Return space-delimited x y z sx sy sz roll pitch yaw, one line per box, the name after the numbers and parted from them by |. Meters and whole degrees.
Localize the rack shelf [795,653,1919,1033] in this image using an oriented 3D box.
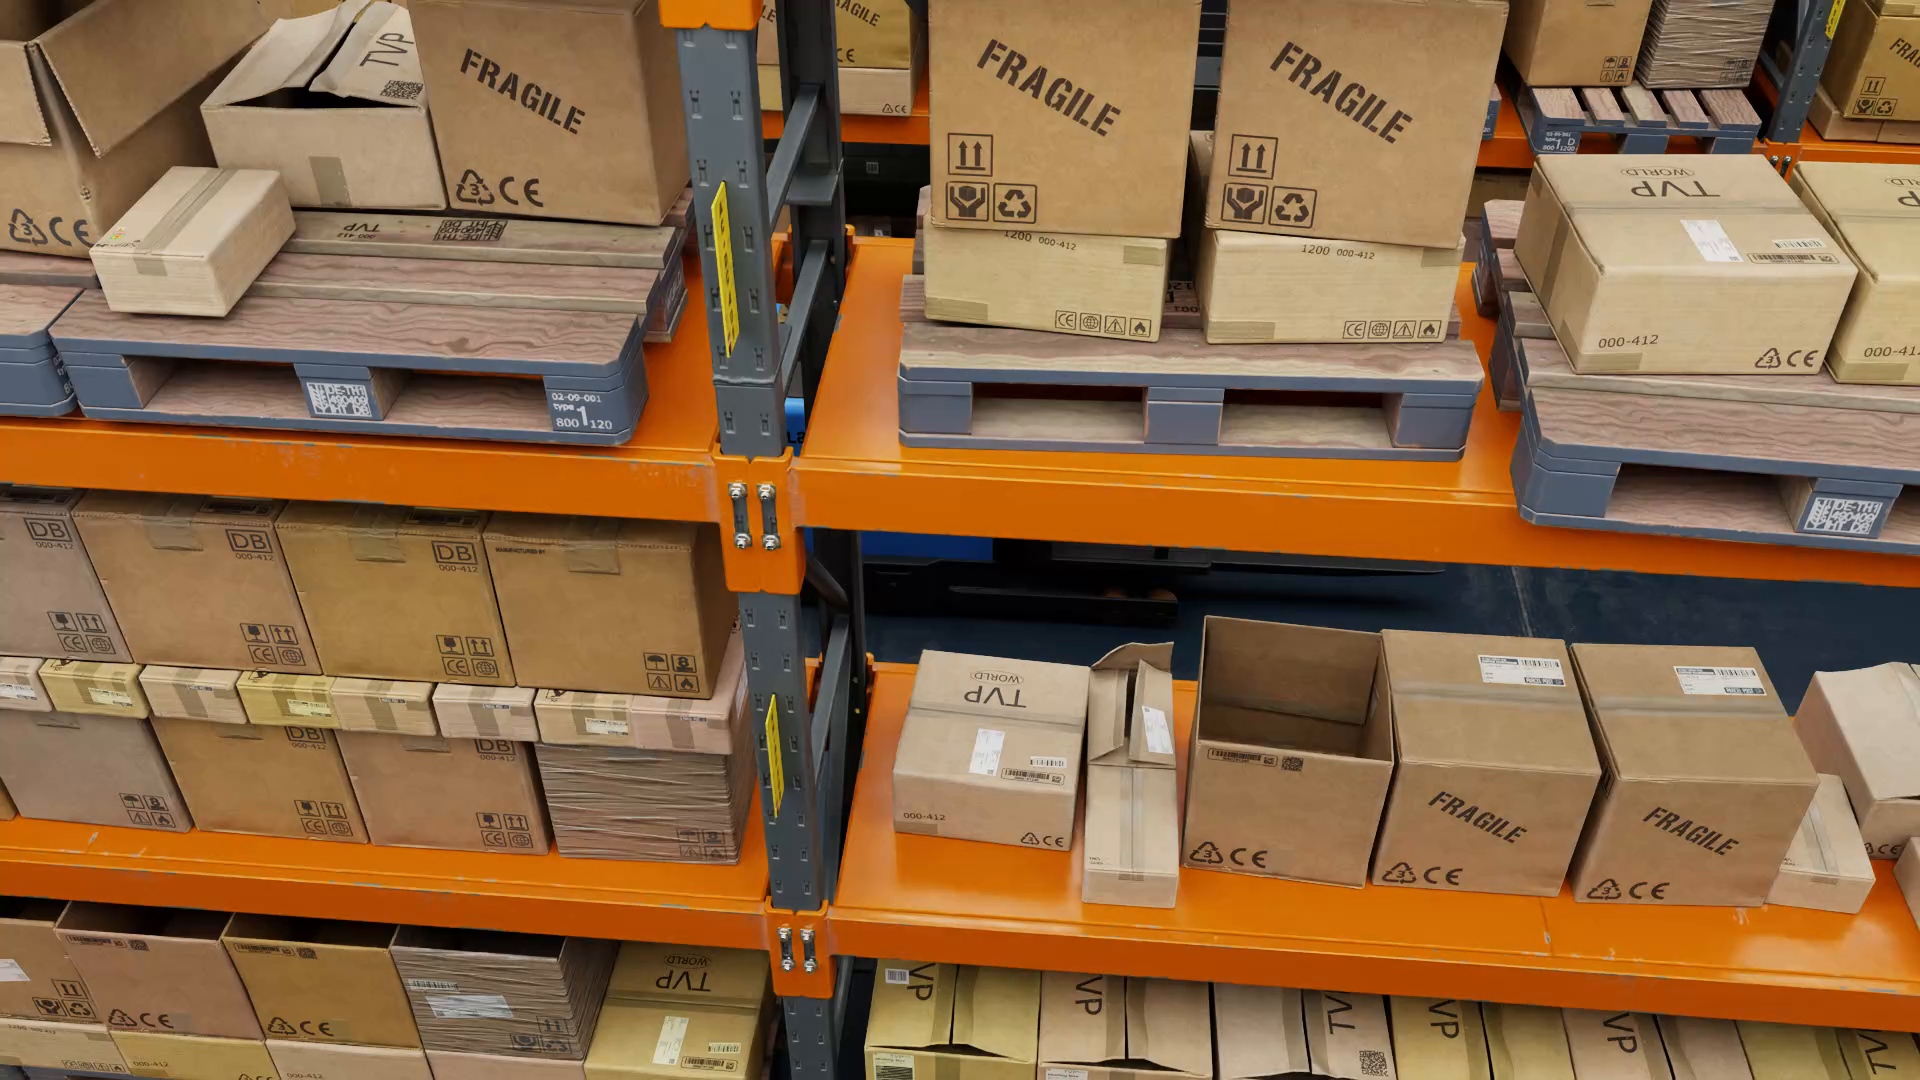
1.596 0.925 4.807 4.000 0.370 1.077 3 39 4 | rack shelf

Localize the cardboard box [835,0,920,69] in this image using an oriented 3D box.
-0.471 -2.650 8.139 0.500 0.500 0.500 3 39 4 | cardboard box

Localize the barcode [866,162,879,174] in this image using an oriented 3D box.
-0.490 -2.084 9.312 0.075 0.075 0.001 3 39 4 | barcode

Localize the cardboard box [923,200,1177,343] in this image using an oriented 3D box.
0.216 -0.691 3.633 0.500 0.250 0.500 7 40 8 | cardboard box

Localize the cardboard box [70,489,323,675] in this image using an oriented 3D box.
-1.842 -0.079 4.364 0.500 0.500 0.700 3 39 4 | cardboard box

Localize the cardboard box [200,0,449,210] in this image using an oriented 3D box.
-1.414 -1.031 3.892 0.500 0.311 0.500 1 39 1 | cardboard box

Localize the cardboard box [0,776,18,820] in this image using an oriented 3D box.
-2.900 0.370 4.840 0.500 0.500 0.700 3 39 4 | cardboard box

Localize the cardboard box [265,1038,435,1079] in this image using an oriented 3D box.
-1.874 1.502 5.375 0.500 0.250 0.500 3 39 4 | cardboard box

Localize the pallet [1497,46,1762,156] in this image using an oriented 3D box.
3.293 -2.258 8.300 1.003 0.211 1.213 3 39 4 | pallet

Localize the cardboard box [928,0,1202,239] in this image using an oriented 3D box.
0.214 -0.963 3.373 0.500 0.500 0.500 4 39 4 | cardboard box

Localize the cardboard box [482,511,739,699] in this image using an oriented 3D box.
-0.839 -0.025 4.298 0.500 0.500 0.700 3 39 4 | cardboard box

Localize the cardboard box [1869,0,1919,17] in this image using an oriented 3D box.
4.471 -2.625 7.674 0.500 0.250 0.500 4 39 5 | cardboard box

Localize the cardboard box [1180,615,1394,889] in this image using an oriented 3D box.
0.892 0.579 4.583 0.500 0.500 0.500 6 40 7 | cardboard box

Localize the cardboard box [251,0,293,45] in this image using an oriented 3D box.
-3.509 -2.822 8.349 0.500 0.500 0.500 3 39 4 | cardboard box

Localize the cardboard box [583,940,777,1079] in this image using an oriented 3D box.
-0.878 1.553 5.311 0.500 0.250 0.500 3 39 4 | cardboard box

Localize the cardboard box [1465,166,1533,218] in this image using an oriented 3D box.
2.728 -1.929 8.782 0.500 0.250 0.500 4 39 5 | cardboard box

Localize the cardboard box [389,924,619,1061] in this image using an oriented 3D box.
-1.375 1.228 5.117 0.500 0.500 0.500 3 39 4 | cardboard box

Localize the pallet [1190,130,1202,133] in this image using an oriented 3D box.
0.776 -2.371 8.439 1.213 0.211 1.003 3 39 4 | pallet

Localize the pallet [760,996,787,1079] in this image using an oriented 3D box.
-1.186 1.549 5.680 1.213 0.211 1.003 3 39 4 | pallet

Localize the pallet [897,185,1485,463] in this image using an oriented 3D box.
0.483 -0.512 3.778 1.217 0.209 0.805 2 39 2 | pallet

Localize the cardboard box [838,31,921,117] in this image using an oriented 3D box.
-0.471 -2.363 8.380 0.500 0.250 0.500 3 39 4 | cardboard box

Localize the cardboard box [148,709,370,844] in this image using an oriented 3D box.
-1.865 0.424 4.774 0.500 0.500 0.700 4 39 5 | cardboard box

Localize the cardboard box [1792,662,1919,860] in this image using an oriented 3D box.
2.714 0.619 4.684 0.500 0.311 0.500 3 39 3 | cardboard box

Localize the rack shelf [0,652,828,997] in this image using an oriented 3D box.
-2.389 0.707 5.075 4.000 0.370 1.077 3 39 4 | rack shelf

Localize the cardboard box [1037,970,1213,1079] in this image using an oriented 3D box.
0.492 1.433 5.015 0.500 0.311 0.500 3 39 3 | cardboard box

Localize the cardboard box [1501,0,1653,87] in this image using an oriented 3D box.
2.984 -2.603 8.144 0.500 0.500 0.700 0 39 0 | cardboard box

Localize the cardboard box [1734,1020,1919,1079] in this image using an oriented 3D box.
2.527 1.543 4.879 0.500 0.311 0.500 3 39 3 | cardboard box

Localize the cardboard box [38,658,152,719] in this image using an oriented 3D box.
-2.216 0.284 4.432 0.250 0.149 0.380 4 39 5 | cardboard box

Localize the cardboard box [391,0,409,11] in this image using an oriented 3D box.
-2.503 -2.756 8.269 0.500 0.500 0.500 2 39 2 | cardboard box

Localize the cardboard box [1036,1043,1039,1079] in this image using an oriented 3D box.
0.493 1.647 5.196 0.500 0.250 0.500 4 39 5 | cardboard box

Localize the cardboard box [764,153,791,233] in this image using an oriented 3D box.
-1.011 -1.811 9.230 0.500 0.500 0.500 0 39 0 | cardboard box

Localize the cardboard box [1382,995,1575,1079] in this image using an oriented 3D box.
1.525 1.485 4.950 0.500 0.311 0.500 4 39 5 | cardboard box

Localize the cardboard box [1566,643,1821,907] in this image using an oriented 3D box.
1.915 0.635 4.514 0.500 0.500 0.500 1 39 1 | cardboard box

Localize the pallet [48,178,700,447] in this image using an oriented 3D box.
-1.249 -0.622 3.832 1.213 0.211 1.003 3 39 4 | pallet

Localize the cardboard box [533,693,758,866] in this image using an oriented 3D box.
-0.839 0.478 4.707 0.500 0.500 0.700 2 39 3 | cardboard box

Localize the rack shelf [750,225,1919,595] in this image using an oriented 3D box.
1.596 -0.238 3.860 4.000 0.370 1.077 3 39 4 | rack shelf

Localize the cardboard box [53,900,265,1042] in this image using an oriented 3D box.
-2.373 1.185 5.170 0.500 0.500 0.500 3 39 4 | cardboard box

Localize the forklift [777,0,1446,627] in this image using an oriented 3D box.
0.628 -1.108 6.789 3.031 2.935 1.130 3 39 3 | forklift

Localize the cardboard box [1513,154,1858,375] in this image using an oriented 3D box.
1.503 -0.588 3.506 0.500 0.250 0.500 0 39 0 | cardboard box

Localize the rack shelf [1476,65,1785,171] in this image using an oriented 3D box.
2.019 -2.191 8.635 4.000 0.370 1.077 3 39 4 | rack shelf

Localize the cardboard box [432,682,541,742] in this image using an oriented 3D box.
-1.194 0.339 4.364 0.250 0.149 0.380 2 39 3 | cardboard box

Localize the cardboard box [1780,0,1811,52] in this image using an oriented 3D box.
4.505 -2.663 8.314 0.500 0.500 0.500 3 39 4 | cardboard box

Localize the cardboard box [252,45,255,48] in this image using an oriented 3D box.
-3.500 -2.520 8.572 0.500 0.250 0.500 2 39 3 | cardboard box

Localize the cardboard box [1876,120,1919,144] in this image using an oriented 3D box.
4.570 -2.088 8.122 0.250 0.149 0.380 4 39 4 | cardboard box

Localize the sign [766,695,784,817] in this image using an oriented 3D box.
-0.443 0.520 3.987 0.005 0.325 0.100 3 39 4 | sign

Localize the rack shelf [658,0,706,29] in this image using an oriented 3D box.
-2.389 -1.464 3.307 4.000 0.370 1.077 3 39 4 | rack shelf

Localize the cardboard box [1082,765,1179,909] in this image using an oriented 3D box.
0.468 0.811 4.576 0.250 0.149 0.380 3 39 4 | cardboard box

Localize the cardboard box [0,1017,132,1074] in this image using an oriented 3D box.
-2.870 1.444 5.445 0.500 0.250 0.500 3 39 4 | cardboard box

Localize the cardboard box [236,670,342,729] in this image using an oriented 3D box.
-1.700 0.310 4.400 0.250 0.149 0.380 3 39 4 | cardboard box

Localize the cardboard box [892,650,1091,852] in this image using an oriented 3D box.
0.097 0.595 4.762 0.500 0.250 0.500 5 39 7 | cardboard box

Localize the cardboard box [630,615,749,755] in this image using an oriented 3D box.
-0.686 0.367 4.330 0.250 0.149 0.380 3 39 4 | cardboard box

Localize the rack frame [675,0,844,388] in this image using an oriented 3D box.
-0.397 -1.789 2.820 0.127 3.000 1.000 3 39 4 | rack frame

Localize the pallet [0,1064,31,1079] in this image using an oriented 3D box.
-3.616 1.416 5.843 1.213 0.211 1.003 3 39 4 | pallet

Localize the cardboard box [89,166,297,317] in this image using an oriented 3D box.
-1.622 -0.640 3.539 0.250 0.149 0.380 3 39 4 | cardboard box
